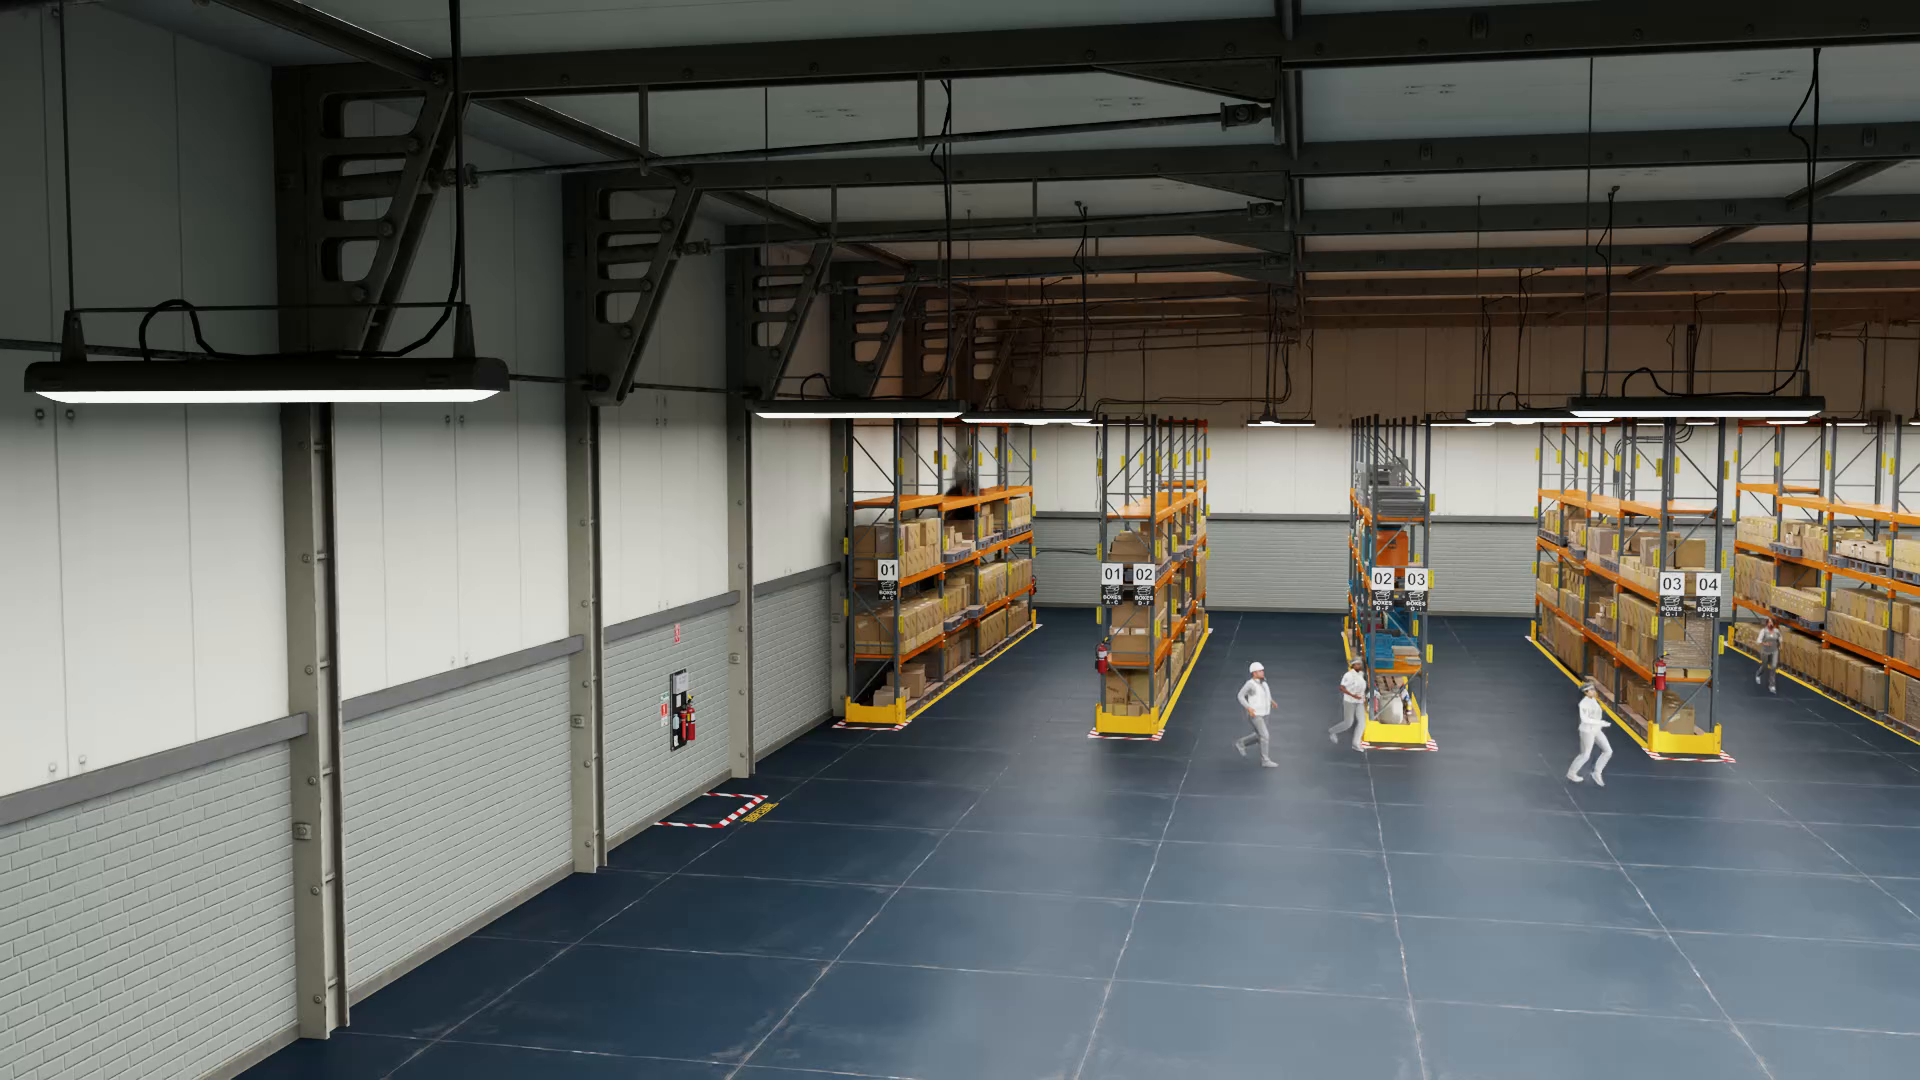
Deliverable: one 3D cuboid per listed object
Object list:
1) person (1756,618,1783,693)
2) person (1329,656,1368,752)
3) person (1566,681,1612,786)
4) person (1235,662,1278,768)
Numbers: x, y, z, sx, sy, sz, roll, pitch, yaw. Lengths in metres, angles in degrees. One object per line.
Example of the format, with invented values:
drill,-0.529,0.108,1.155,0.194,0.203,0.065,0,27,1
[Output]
person,17.756,2.498,36.490,0.550,1.602,0.882,1,4,13
person,7.037,2.907,29.807,0.607,1.683,0.794,-2,4,-31
person,10.151,3.115,26.785,0.597,1.711,0.706,-3,5,-42
person,5.035,2.952,28.276,0.908,1.750,0.684,3,5,42
